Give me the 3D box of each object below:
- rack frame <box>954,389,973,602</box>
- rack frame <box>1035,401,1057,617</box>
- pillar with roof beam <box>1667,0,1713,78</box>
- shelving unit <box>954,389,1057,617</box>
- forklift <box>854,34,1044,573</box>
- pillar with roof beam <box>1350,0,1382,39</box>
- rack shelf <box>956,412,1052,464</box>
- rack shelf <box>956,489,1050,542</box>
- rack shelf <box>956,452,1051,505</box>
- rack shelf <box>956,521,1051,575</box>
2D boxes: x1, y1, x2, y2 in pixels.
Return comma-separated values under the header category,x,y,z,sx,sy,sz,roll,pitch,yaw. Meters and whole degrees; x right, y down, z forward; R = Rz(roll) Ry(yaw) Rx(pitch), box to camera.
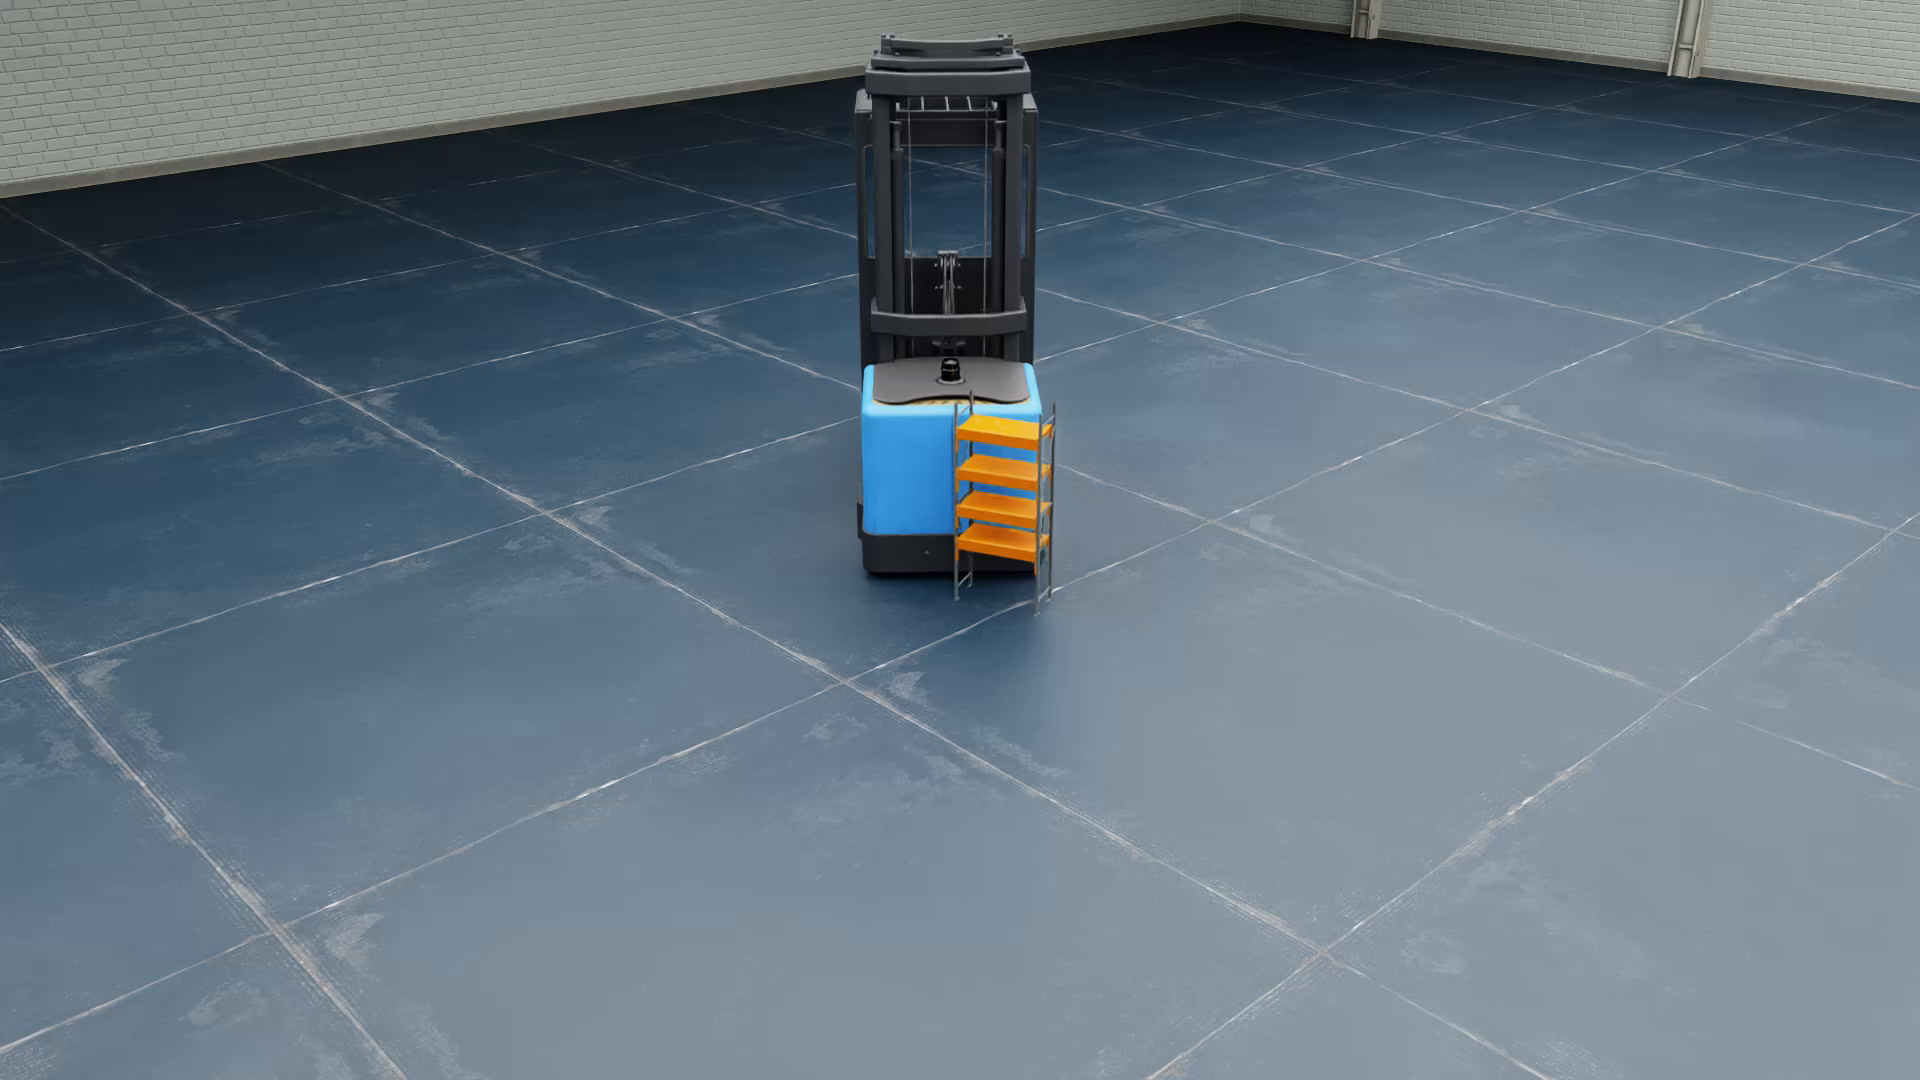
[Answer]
category,x,y,z,sx,sy,sz,roll,pitch,yaw
rack frame,0.021,-0.240,9.330,0.015,1.200,0.240,10,26,21
rack frame,0.471,-0.162,9.159,0.015,1.200,0.240,10,26,21
pillar with roof beam,8.346,-10.245,21.866,9.100,9.000,0.400,-21,32,-38
shelving unit,0.246,-0.201,9.245,0.503,1.200,0.258,10,26,21
forklift,-0.089,-1.712,10.470,1.130,2.935,3.031,-1,25,-2
pillar with roof beam,4.245,-12.063,25.851,9.100,9.000,0.400,-21,32,-38
rack shelf,0.246,-0.558,9.082,0.480,0.148,0.258,10,26,21
rack shelf,0.246,-0.140,9.273,0.480,0.148,0.258,10,26,21
rack shelf,0.246,-0.343,9.180,0.480,0.148,0.258,10,26,21
rack shelf,0.246,0.041,9.355,0.480,0.148,0.258,10,26,21
